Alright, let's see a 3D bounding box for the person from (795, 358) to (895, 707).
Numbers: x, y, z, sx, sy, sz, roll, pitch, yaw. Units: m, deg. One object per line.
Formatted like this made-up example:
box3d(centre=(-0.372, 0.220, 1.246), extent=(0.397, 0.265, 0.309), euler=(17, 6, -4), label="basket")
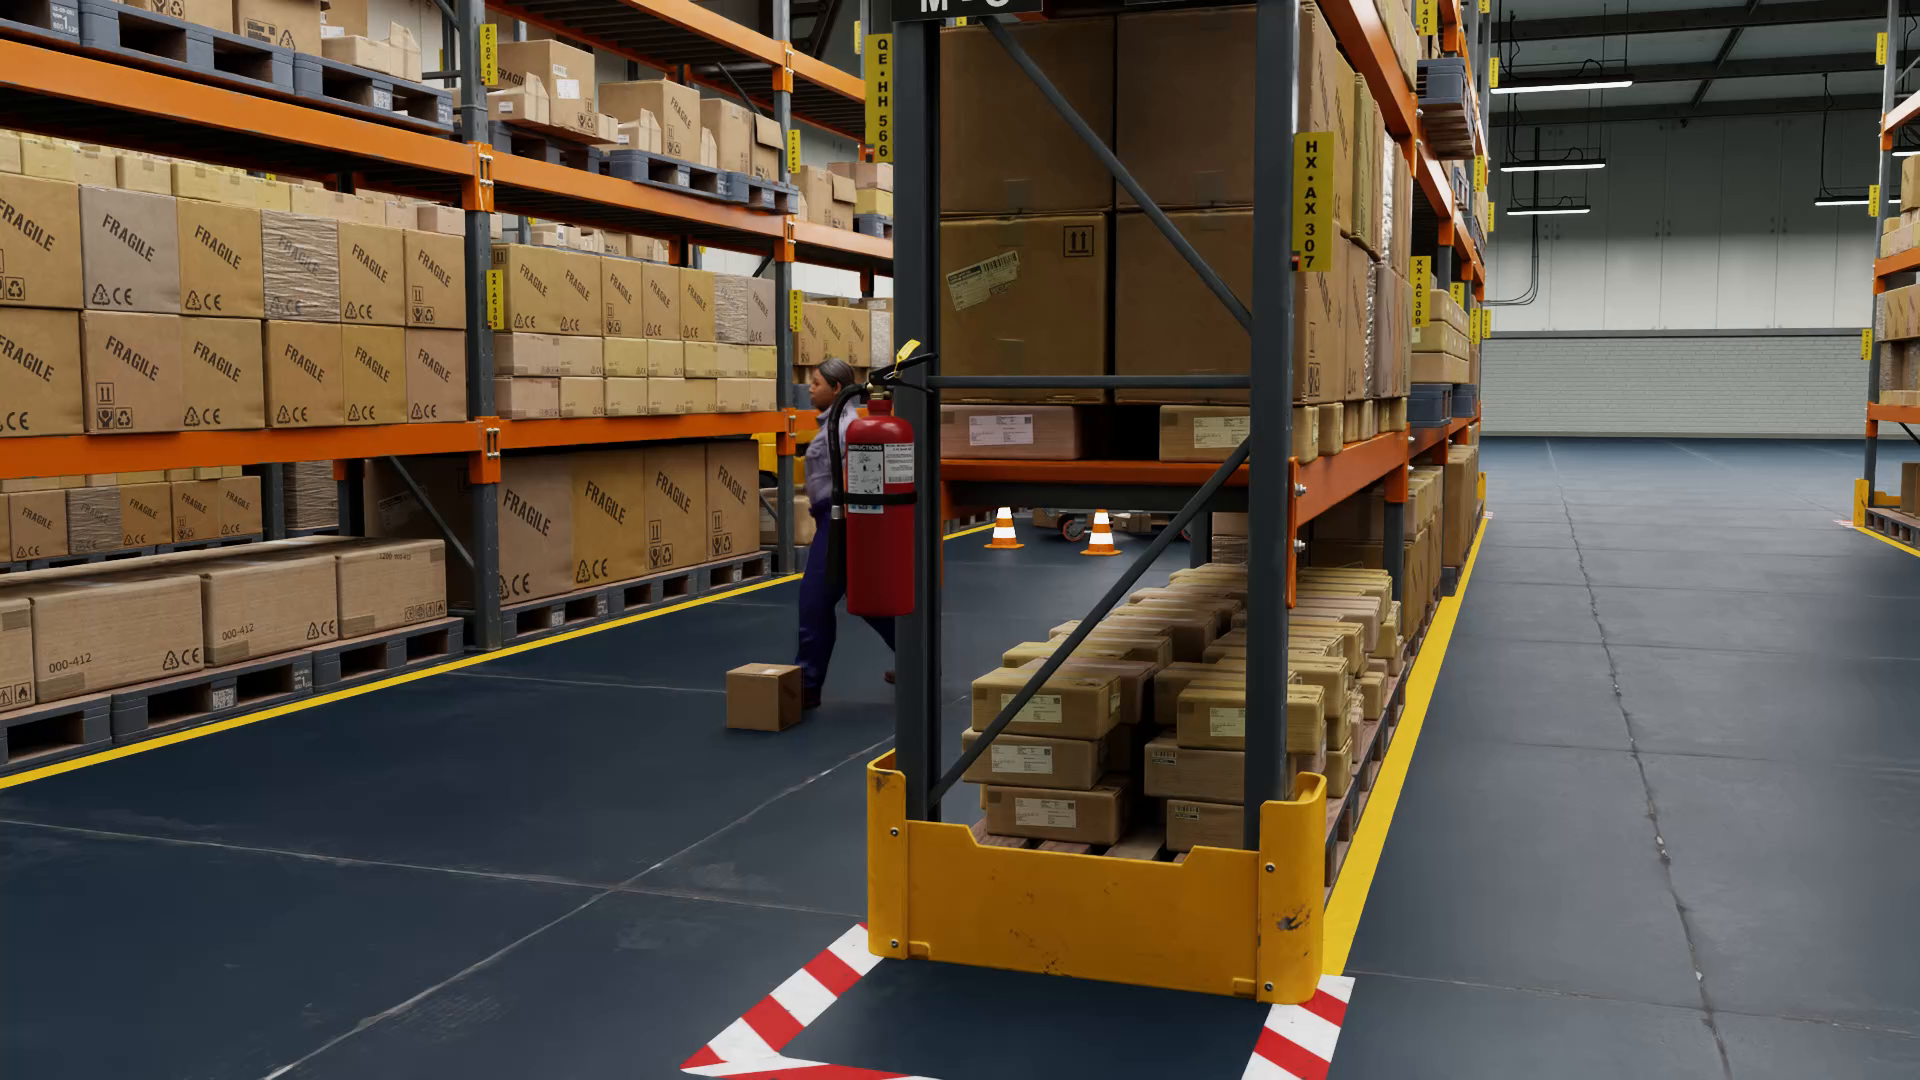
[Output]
box3d(centre=(-0.518, -0.042, 7.854), extent=(0.859, 1.599, 0.659), euler=(-1, 5, -6), label="person")
